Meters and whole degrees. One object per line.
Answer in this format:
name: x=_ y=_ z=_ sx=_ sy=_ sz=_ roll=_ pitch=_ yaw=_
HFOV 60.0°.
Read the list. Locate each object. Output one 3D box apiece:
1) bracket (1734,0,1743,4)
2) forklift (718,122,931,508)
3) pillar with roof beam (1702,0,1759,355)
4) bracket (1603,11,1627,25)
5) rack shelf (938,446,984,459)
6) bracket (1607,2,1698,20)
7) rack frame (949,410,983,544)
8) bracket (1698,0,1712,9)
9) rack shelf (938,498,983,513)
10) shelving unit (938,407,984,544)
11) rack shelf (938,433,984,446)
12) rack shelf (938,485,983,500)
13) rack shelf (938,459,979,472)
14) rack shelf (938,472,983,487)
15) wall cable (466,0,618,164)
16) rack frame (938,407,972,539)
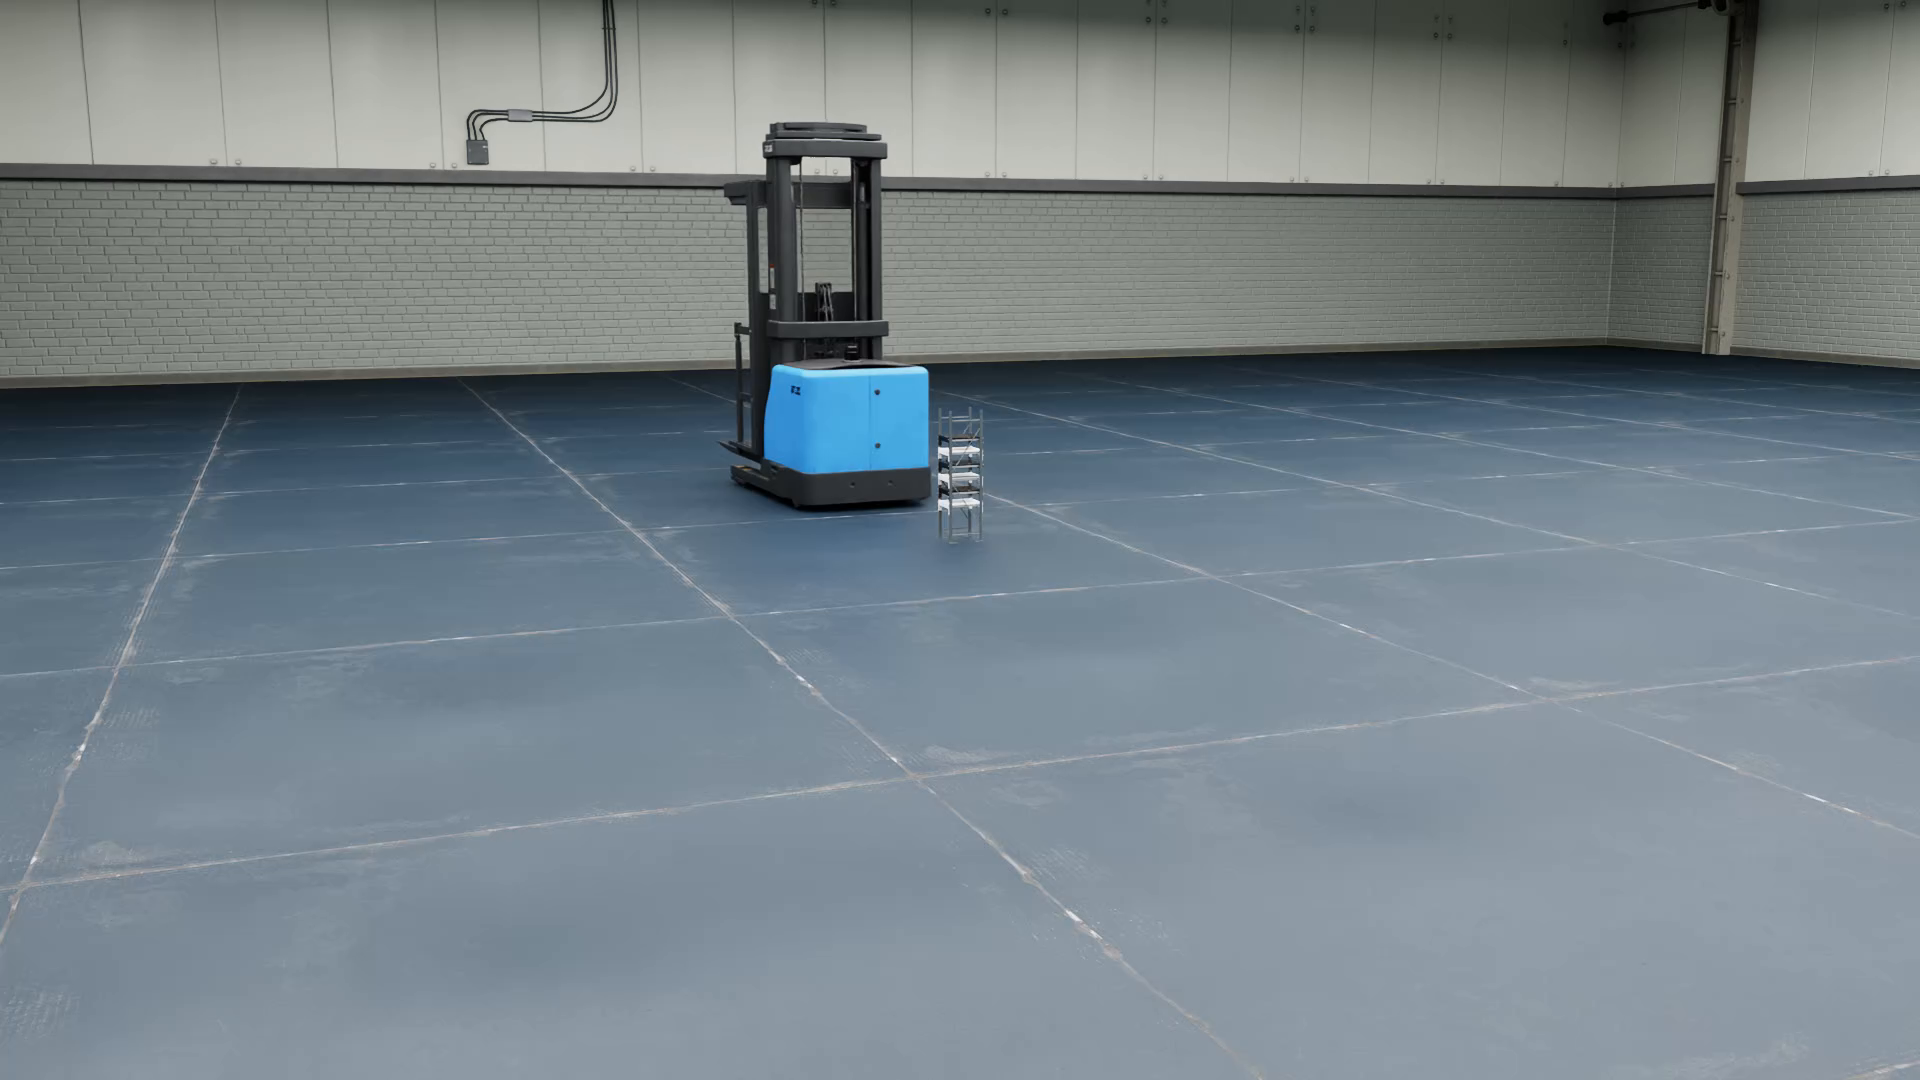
bracket: x=13.807 y=-9.552 z=29.145 sx=0.235 sy=0.232 sz=0.430 roll=-4 pitch=11 yaw=-21
forklift: x=-1.285 y=-1.904 z=13.756 sx=1.130 sy=2.935 sz=3.031 roll=-4 pitch=11 yaw=-24
pillar with roof beam: x=9.975 y=-7.597 z=28.432 sx=9.100 sy=9.000 sz=0.548 roll=-4 pitch=11 yaw=-21
bracket: x=12.647 y=-10.074 z=32.082 sx=0.235 sy=0.232 sz=0.430 roll=-4 pitch=11 yaw=-21
rack shelf: x=0.003 y=-0.586 z=11.308 sx=0.258 sy=0.077 sz=0.200 roll=-4 pitch=11 yaw=-21
bracket: x=12.861 y=-9.978 z=31.540 sx=0.076 sy=0.066 sz=3.189 roll=-4 pitch=11 yaw=-21
rack frame: x=0.040 y=-0.425 z=11.241 sx=0.240 sy=0.900 sz=0.006 roll=-4 pitch=11 yaw=-21
bracket: x=13.506 y=-9.687 z=29.907 sx=0.235 sy=0.232 sz=0.430 roll=-4 pitch=11 yaw=-21
rack shelf: x=0.003 y=-0.232 z=11.371 sx=0.258 sy=0.077 sz=0.200 roll=-4 pitch=11 yaw=-21
shelving unit: x=0.003 y=-0.442 z=11.334 sx=0.258 sy=0.900 sz=0.210 roll=-4 pitch=11 yaw=-21
rack shelf: x=0.003 y=-0.675 z=11.292 sx=0.258 sy=0.077 sz=0.200 roll=-4 pitch=11 yaw=-21
rack shelf: x=0.003 y=-0.320 z=11.355 sx=0.258 sy=0.077 sz=0.200 roll=-4 pitch=11 yaw=-21
rack shelf: x=0.003 y=-0.498 z=11.324 sx=0.258 sy=0.077 sz=0.200 roll=-4 pitch=11 yaw=-21
rack shelf: x=0.003 y=-0.409 z=11.340 sx=0.258 sy=0.077 sz=0.200 roll=-4 pitch=11 yaw=-21
wall cable: x=-6.353 y=-8.710 z=24.979 sx=2.305 sy=6.003 sz=0.169 roll=-4 pitch=11 yaw=-21
rack frame: x=-0.034 y=-0.458 z=11.427 sx=0.240 sy=0.900 sz=0.006 roll=-4 pitch=11 yaw=-21
